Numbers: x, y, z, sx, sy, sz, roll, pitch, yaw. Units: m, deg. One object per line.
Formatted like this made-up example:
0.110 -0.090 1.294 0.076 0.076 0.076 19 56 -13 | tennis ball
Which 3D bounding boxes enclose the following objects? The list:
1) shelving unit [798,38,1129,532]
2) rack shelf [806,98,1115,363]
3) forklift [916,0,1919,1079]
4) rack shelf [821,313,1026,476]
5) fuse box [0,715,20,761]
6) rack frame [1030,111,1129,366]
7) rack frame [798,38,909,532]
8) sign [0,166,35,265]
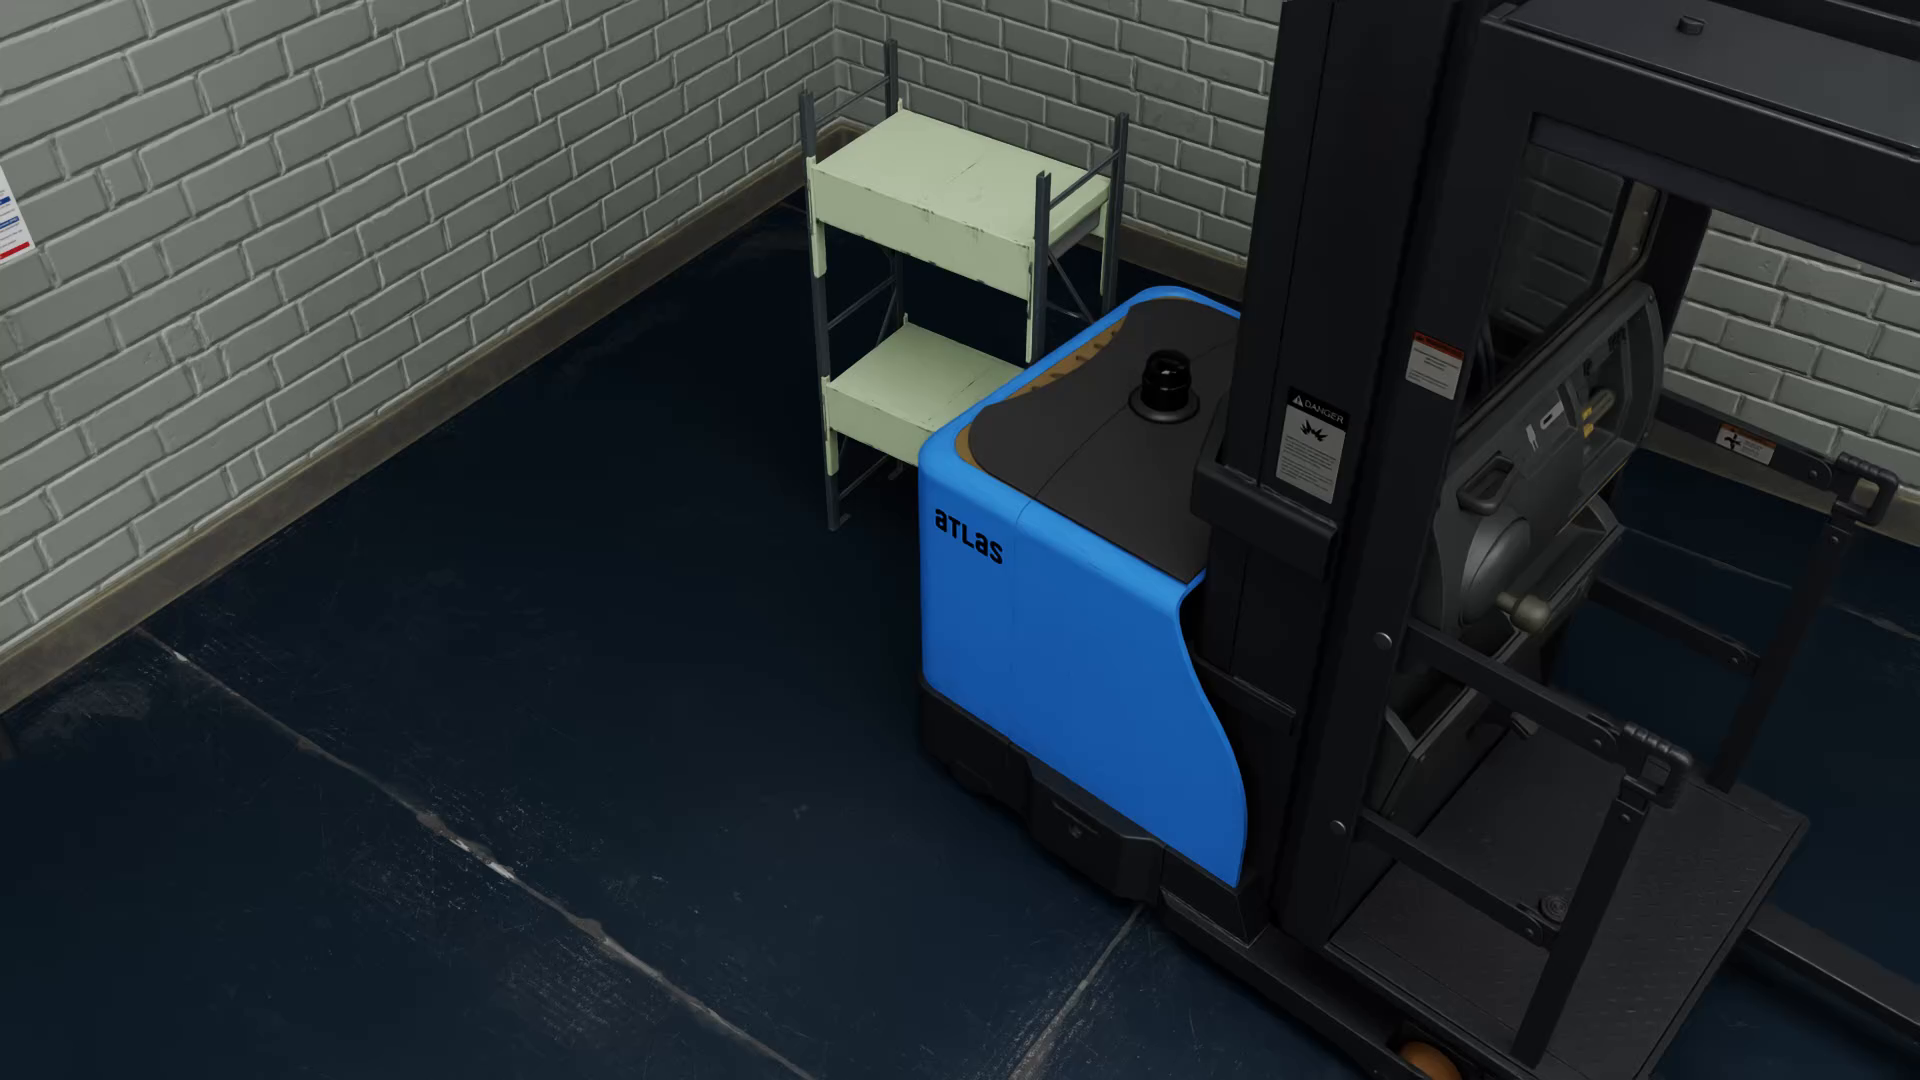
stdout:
0.005 -0.556 4.747 0.755 1.500 0.431 25 48 25 | shelving unit
0.005 -0.847 4.487 0.720 0.370 0.431 25 48 25 | rack shelf
1.319 -0.100 3.164 3.031 2.935 1.130 31 50 30 | forklift
0.005 -0.313 4.964 0.720 0.370 0.431 25 48 25 | rack shelf
-2.589 -0.054 4.027 0.414 1.711 0.539 25 48 25 | fuse box
0.305 -0.416 4.590 0.023 1.500 0.400 25 48 25 | rack frame
-0.294 -0.697 4.904 0.023 1.500 0.400 25 48 25 | rack frame
-2.475 -0.847 4.019 0.001 0.494 0.329 25 48 25 | sign
